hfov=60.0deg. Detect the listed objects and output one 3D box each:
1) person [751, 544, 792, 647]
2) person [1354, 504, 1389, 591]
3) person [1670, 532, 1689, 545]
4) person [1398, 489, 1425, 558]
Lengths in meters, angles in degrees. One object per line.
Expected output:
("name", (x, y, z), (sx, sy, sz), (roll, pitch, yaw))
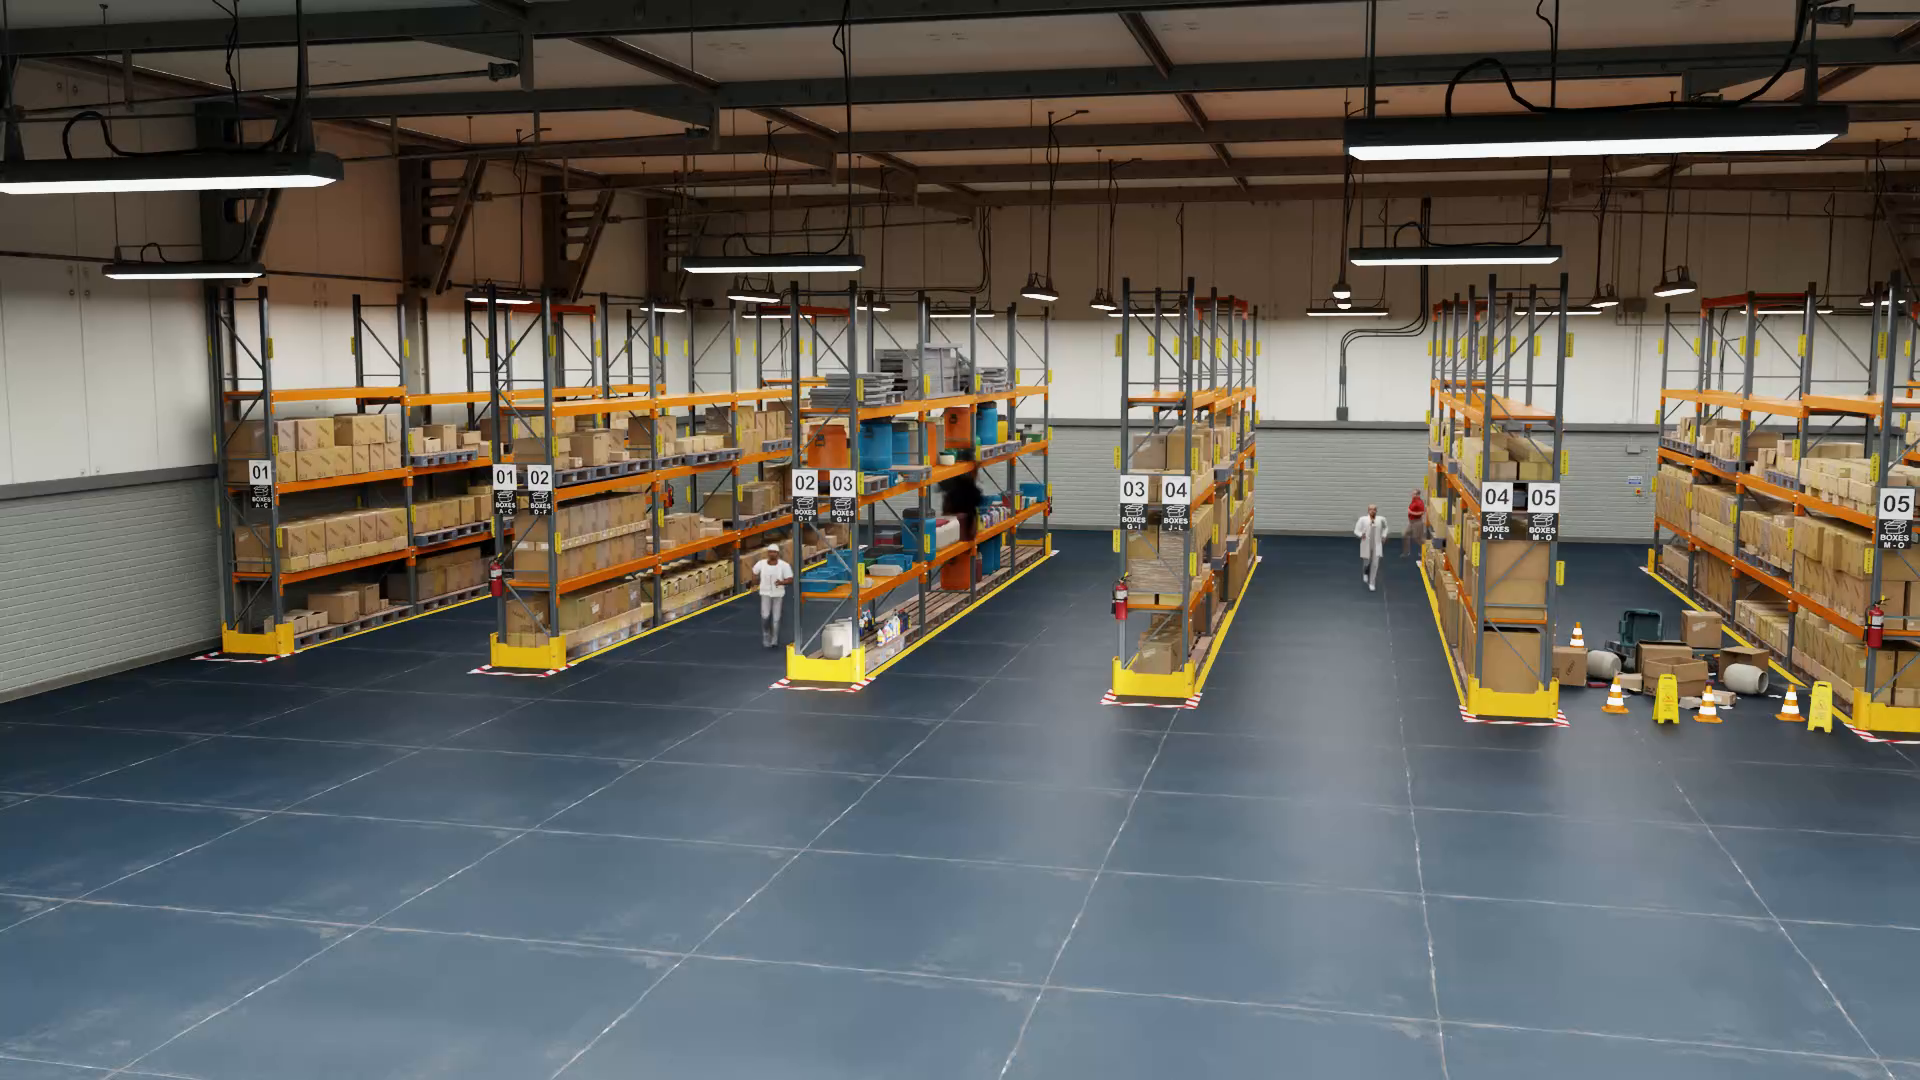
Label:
("person", (-3.150, 0.931, 27.833), (0.692, 1.741, 0.660), (-1, 7, -6))
("person", (8.584, 0.133, 34.677), (0.709, 1.762, 1.009), (1, 7, 9))
("person", (16.683, -0.307, 38.476), (0.747, 1.729, 1.026), (-6, 9, -41))
("person", (10.942, -0.365, 39.653), (0.708, 1.740, 0.790), (-1, 7, -7))
